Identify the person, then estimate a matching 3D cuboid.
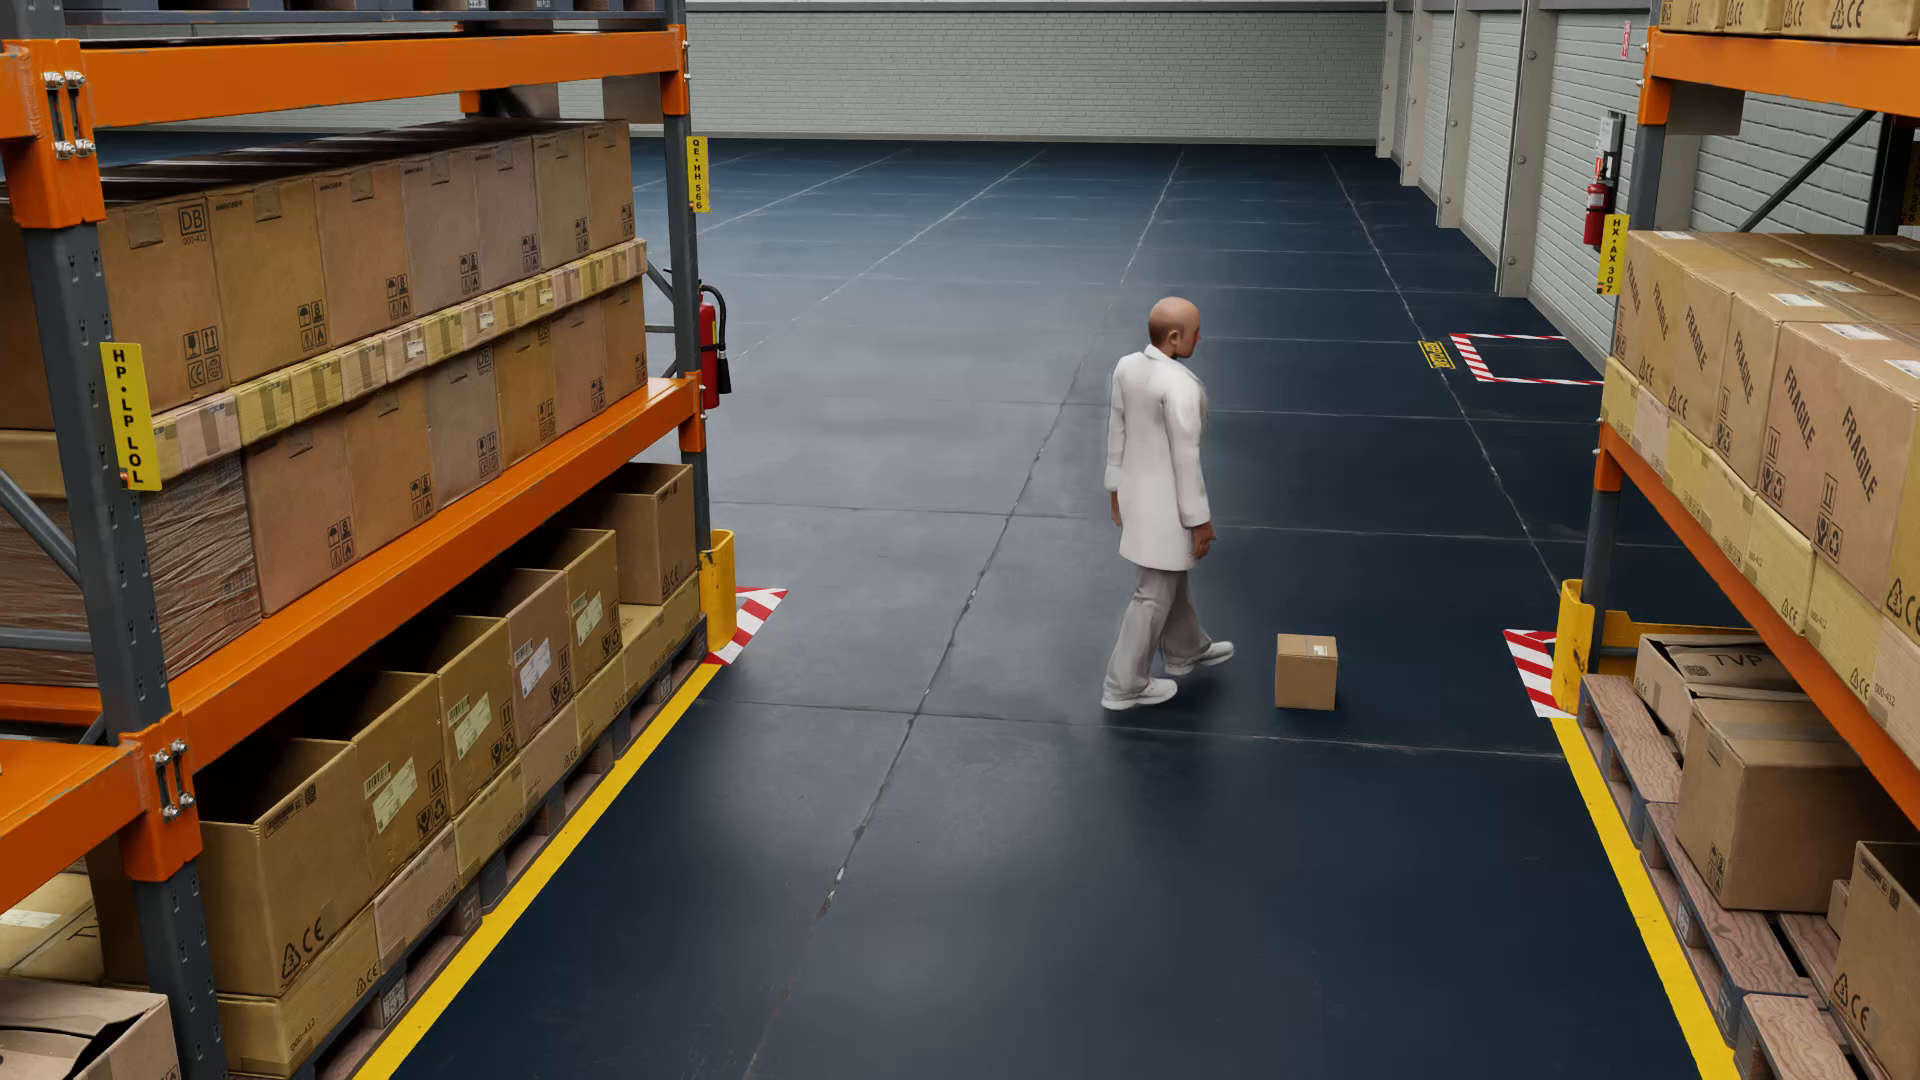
[{"bbox_3d":[0.969,-0.163,7.046,0.792,1.762,0.636,-7,19,-21],"label":"person"}]
